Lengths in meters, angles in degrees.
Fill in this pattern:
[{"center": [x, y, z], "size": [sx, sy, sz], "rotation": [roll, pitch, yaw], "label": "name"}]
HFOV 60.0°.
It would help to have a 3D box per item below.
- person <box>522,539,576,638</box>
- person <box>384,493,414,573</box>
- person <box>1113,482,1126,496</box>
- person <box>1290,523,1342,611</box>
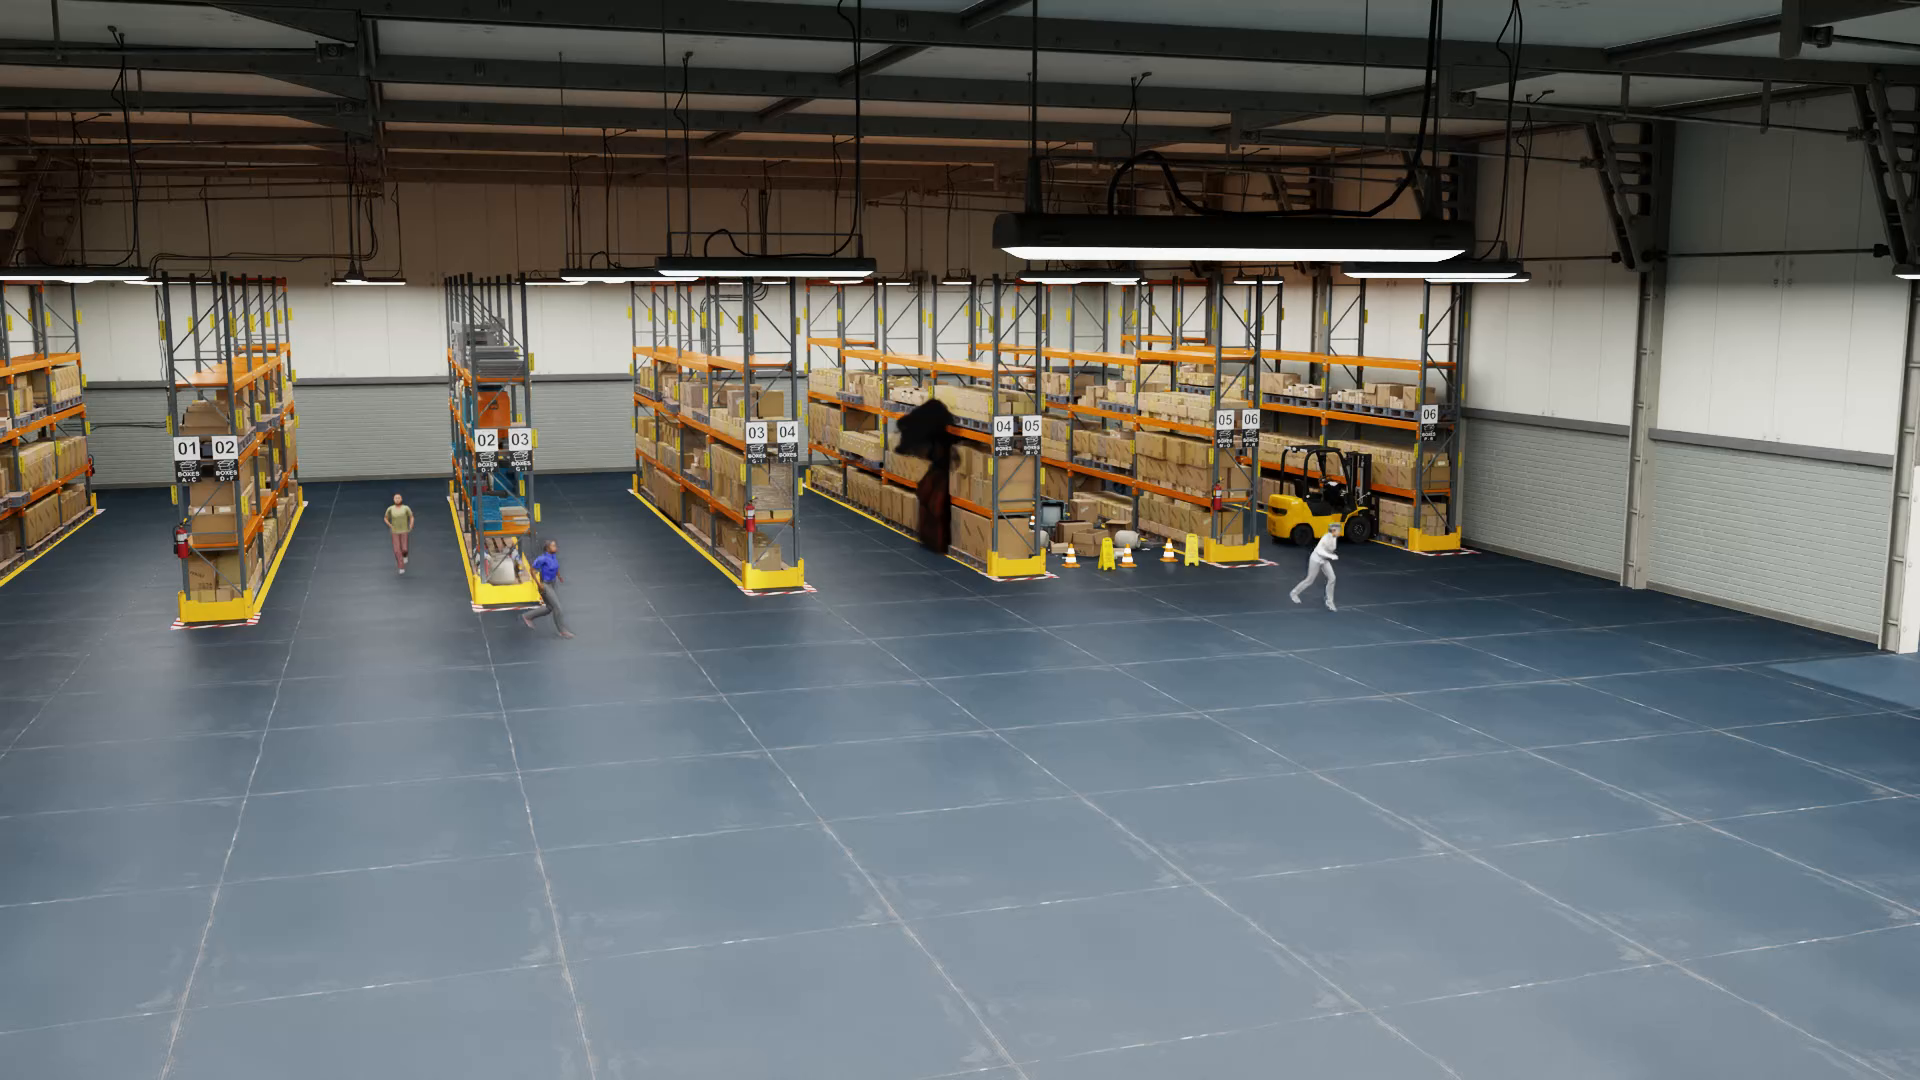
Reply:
[{"center": [-6.820, 0.803, 27.419], "size": [0.913, 1.650, 0.600], "rotation": [2, 9, 12], "label": "person"}, {"center": [-11.378, -0.153, 33.766], "size": [0.581, 1.630, 0.566], "rotation": [-3, 9, -16], "label": "person"}, {"center": [4.292, -1.718, 44.209], "size": [0.533, 1.559, 0.576], "rotation": [-3, 9, -21], "label": "person"}, {"center": [6.425, 0.458, 29.997], "size": [0.965, 1.625, 0.658], "rotation": [6, 11, 35], "label": "person"}]
